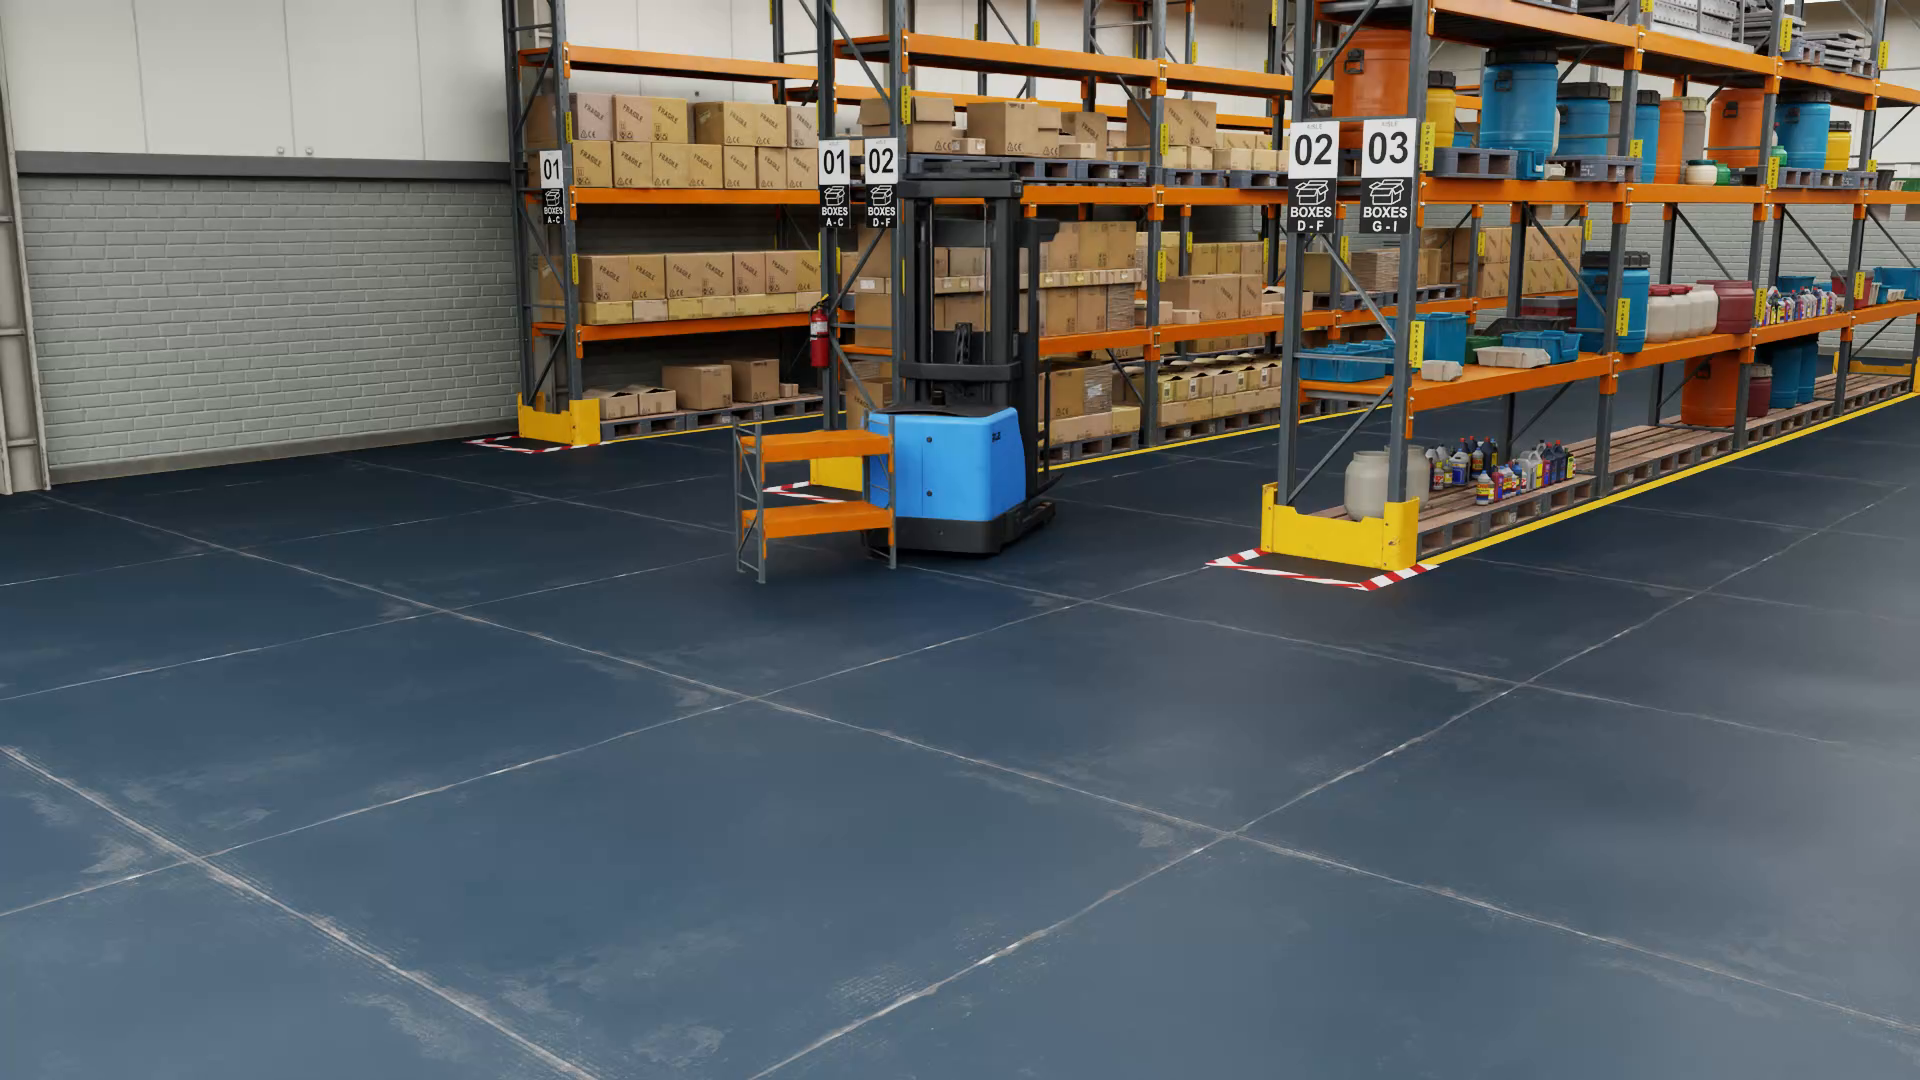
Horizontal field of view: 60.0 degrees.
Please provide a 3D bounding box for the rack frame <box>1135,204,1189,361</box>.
[{"bbox_3d":[3.308,-4.371,27.435,1.000,3.000,0.127,10,15,40],"label":"rack frame"}]

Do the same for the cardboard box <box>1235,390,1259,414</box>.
[{"bbox_3d":[3.218,-1.665,19.836,0.500,0.250,0.500,10,15,41],"label":"cardboard box"}]

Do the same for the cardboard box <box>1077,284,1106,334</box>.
[{"bbox_3d":[1.119,-2.458,17.605,0.700,0.500,0.500,10,15,40],"label":"cardboard box"}]

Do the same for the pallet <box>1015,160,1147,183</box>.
[{"bbox_3d":[1.207,-3.852,17.408,1.003,0.211,1.213,10,15,40],"label":"pallet"}]

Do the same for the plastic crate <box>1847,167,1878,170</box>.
[{"bbox_3d":[12.175,-4.929,22.733,0.504,0.338,0.767,10,15,40],"label":"plastic crate"}]

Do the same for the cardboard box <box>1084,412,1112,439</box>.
[{"bbox_3d":[1.271,-1.242,17.721,0.500,0.250,0.500,10,15,40],"label":"cardboard box"}]

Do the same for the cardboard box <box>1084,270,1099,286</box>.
[{"bbox_3d":[1.224,-2.739,17.356,0.380,0.149,0.250,10,15,40],"label":"cardboard box"}]

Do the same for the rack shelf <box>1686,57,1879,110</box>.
[{"bbox_3d":[9.430,-5.188,19.071,1.077,0.370,4.000,10,15,40],"label":"rack shelf"}]

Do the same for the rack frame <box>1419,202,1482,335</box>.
[{"bbox_3d":[7.031,-3.731,24.231,1.000,3.000,0.127,10,15,40],"label":"rack frame"}]

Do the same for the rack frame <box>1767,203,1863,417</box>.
[{"bbox_3d":[10.750,-3.090,21.022,1.000,3.000,0.127,10,15,40],"label":"rack frame"}]

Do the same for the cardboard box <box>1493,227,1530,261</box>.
[{"bbox_3d":[8.234,-4.455,25.047,0.500,0.500,0.500,9,15,39],"label":"cardboard box"}]

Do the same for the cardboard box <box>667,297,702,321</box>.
[{"bbox_3d":[-3.380,-2.724,19.525,0.500,0.250,0.500,9,15,39],"label":"cardboard box"}]

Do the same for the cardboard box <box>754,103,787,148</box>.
[{"bbox_3d":[-2.456,-5.022,20.181,0.500,0.500,0.500,11,16,43],"label":"cardboard box"}]

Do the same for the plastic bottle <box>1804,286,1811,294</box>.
[{"bbox_3d":[10.281,-2.907,20.231,0.144,0.351,0.185,10,15,40],"label":"plastic bottle"}]

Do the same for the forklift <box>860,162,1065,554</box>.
[{"bbox_3d":[0.174,-1.577,13.624,1.130,2.935,3.031,4,12,17],"label":"forklift"}]

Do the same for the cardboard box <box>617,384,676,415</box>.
[{"bbox_3d":[-3.713,-1.676,19.687,0.500,0.311,0.500,-11,15,-43],"label":"cardboard box"}]

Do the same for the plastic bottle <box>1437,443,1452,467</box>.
[{"bbox_3d":[4.219,-0.674,14.567,0.144,0.351,0.185,10,15,40],"label":"plastic bottle"}]

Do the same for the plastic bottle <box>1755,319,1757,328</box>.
[{"bbox_3d":[8.638,-2.462,18.197,0.152,0.276,0.135,10,15,40],"label":"plastic bottle"}]

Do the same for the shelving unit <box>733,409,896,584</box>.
[{"bbox_3d":[-1.044,-0.334,12.014,1.048,1.125,0.538,-6,13,-27],"label":"shelving unit"}]

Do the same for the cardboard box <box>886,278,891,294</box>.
[{"bbox_3d":[-0.469,-2.362,15.468,0.380,0.149,0.250,10,15,40],"label":"cardboard box"}]

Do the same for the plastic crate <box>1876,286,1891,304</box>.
[{"bbox_3d":[12.227,-3.290,22.300,0.416,0.233,0.300,10,15,40],"label":"plastic crate"}]

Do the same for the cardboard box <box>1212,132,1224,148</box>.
[{"bbox_3d":[3.989,-6.459,27.375,0.500,0.500,0.500,10,15,40],"label":"cardboard box"}]

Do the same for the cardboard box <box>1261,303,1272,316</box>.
[{"bbox_3d":[3.591,-2.824,20.334,0.250,0.149,0.380,-11,16,-43],"label":"cardboard box"}]

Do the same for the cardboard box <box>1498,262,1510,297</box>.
[{"bbox_3d":[7.908,-3.895,24.800,0.500,0.500,0.500,10,15,41],"label":"cardboard box"}]

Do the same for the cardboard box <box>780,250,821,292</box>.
[{"bbox_3d":[-2.053,-3.388,20.933,0.500,0.500,0.500,10,15,40],"label":"cardboard box"}]

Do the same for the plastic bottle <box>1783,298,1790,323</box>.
[{"bbox_3d":[9.435,-2.630,19.018,0.061,0.283,0.133,10,15,40],"label":"plastic bottle"}]

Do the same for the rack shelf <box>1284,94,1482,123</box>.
[{"bbox_3d":[5.711,-5.829,22.280,1.077,0.370,4.000,10,15,40],"label":"rack shelf"}]

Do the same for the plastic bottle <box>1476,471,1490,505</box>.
[{"bbox_3d":[4.259,-0.428,13.541,0.097,0.271,0.097,0,11,0],"label":"plastic bottle"}]

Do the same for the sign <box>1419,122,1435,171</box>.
[{"bbox_3d":[3.239,-2.728,11.529,0.100,0.325,0.005,10,15,40],"label":"sign"}]

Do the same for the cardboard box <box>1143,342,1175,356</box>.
[{"bbox_3d":[2.977,-3.410,27.042,0.750,0.750,0.750,10,15,41],"label":"cardboard box"}]

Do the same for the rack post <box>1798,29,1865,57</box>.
[{"bbox_3d":[10.170,-5.875,19.842,0.937,0.300,0.954,9,15,39],"label":"rack post"}]

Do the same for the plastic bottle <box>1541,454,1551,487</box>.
[{"bbox_3d":[5.057,-0.607,14.403,0.133,0.283,0.061,-11,16,-44],"label":"plastic bottle"}]

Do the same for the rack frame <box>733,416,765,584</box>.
[{"bbox_3d":[-1.497,-0.289,11.787,0.032,1.125,0.500,-6,13,-27],"label":"rack frame"}]

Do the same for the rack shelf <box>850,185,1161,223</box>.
[{"bbox_3d":[0.430,-3.378,16.642,1.077,0.370,4.000,10,15,40],"label":"rack shelf"}]

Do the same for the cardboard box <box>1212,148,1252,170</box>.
[{"bbox_3d":[3.059,-4.430,19.387,0.500,0.250,0.500,8,14,36],"label":"cardboard box"}]

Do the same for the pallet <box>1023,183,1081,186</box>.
[{"bbox_3d":[1.053,-5.262,24.722,1.213,0.211,1.003,11,16,43],"label":"pallet"}]

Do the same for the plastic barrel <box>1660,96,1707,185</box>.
[{"bbox_3d":[7.404,-4.125,17.268,0.600,0.901,0.600,0,11,0],"label":"plastic barrel"}]

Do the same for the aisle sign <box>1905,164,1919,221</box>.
[{"bbox_3d":[13.658,-4.926,23.577,0.394,0.787,0.004,10,15,40],"label":"aisle sign"}]

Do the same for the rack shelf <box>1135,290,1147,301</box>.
[{"bbox_3d":[1.988,-3.724,26.032,1.077,0.370,4.000,10,15,40],"label":"rack shelf"}]

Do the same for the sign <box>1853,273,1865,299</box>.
[{"bbox_3d":[11.162,-3.154,20.637,0.100,0.325,0.005,10,15,40],"label":"sign"}]

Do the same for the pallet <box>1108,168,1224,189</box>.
[{"bbox_3d":[2.323,-4.062,18.721,0.805,0.209,1.217,9,14,38],"label":"pallet"}]

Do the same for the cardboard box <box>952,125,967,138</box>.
[{"bbox_3d":[0.039,-3.952,16.480,0.500,0.311,0.500,-10,15,-41],"label":"cardboard box"}]

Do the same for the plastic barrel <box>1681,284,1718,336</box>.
[{"bbox_3d":[7.591,-2.377,17.169,0.421,0.512,0.421,0,11,0],"label":"plastic barrel"}]

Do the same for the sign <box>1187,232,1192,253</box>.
[{"bbox_3d":[3.722,-4.831,26.985,0.100,0.325,0.005,10,15,40],"label":"sign"}]

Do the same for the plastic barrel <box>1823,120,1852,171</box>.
[{"bbox_3d":[10.300,-4.698,19.865,0.600,0.588,0.600,0,11,0],"label":"plastic barrel"}]

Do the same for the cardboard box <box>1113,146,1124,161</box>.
[{"bbox_3d":[2.326,-5.901,26.059,0.700,0.500,0.500,9,15,39],"label":"cardboard box"}]

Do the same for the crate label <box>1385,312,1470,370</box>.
[{"bbox_3d":[3.840,-1.647,13.710,0.502,0.435,0.616,10,15,40],"label":"crate label"}]

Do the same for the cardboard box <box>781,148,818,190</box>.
[{"bbox_3d":[-2.122,-4.617,20.703,0.500,0.500,0.500,10,15,42],"label":"cardboard box"}]

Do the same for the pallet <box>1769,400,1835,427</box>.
[{"bbox_3d":[10.209,-1.614,20.754,1.003,0.211,1.213,10,15,40],"label":"pallet"}]

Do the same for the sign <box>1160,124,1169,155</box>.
[{"bbox_3d":[2.168,-4.245,17.628,0.100,0.325,0.005,10,15,40],"label":"sign"}]

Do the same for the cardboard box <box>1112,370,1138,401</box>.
[{"bbox_3d":[1.803,-1.783,18.995,0.500,0.311,0.500,10,15,40],"label":"cardboard box"}]

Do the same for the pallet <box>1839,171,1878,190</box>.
[{"bbox_3d":[10.306,-4.340,20.106,1.213,0.211,1.003,10,15,40],"label":"pallet"}]

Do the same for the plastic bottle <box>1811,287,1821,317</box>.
[{"bbox_3d":[10.267,-2.861,20.002,0.144,0.351,0.185,10,15,40],"label":"plastic bottle"}]
